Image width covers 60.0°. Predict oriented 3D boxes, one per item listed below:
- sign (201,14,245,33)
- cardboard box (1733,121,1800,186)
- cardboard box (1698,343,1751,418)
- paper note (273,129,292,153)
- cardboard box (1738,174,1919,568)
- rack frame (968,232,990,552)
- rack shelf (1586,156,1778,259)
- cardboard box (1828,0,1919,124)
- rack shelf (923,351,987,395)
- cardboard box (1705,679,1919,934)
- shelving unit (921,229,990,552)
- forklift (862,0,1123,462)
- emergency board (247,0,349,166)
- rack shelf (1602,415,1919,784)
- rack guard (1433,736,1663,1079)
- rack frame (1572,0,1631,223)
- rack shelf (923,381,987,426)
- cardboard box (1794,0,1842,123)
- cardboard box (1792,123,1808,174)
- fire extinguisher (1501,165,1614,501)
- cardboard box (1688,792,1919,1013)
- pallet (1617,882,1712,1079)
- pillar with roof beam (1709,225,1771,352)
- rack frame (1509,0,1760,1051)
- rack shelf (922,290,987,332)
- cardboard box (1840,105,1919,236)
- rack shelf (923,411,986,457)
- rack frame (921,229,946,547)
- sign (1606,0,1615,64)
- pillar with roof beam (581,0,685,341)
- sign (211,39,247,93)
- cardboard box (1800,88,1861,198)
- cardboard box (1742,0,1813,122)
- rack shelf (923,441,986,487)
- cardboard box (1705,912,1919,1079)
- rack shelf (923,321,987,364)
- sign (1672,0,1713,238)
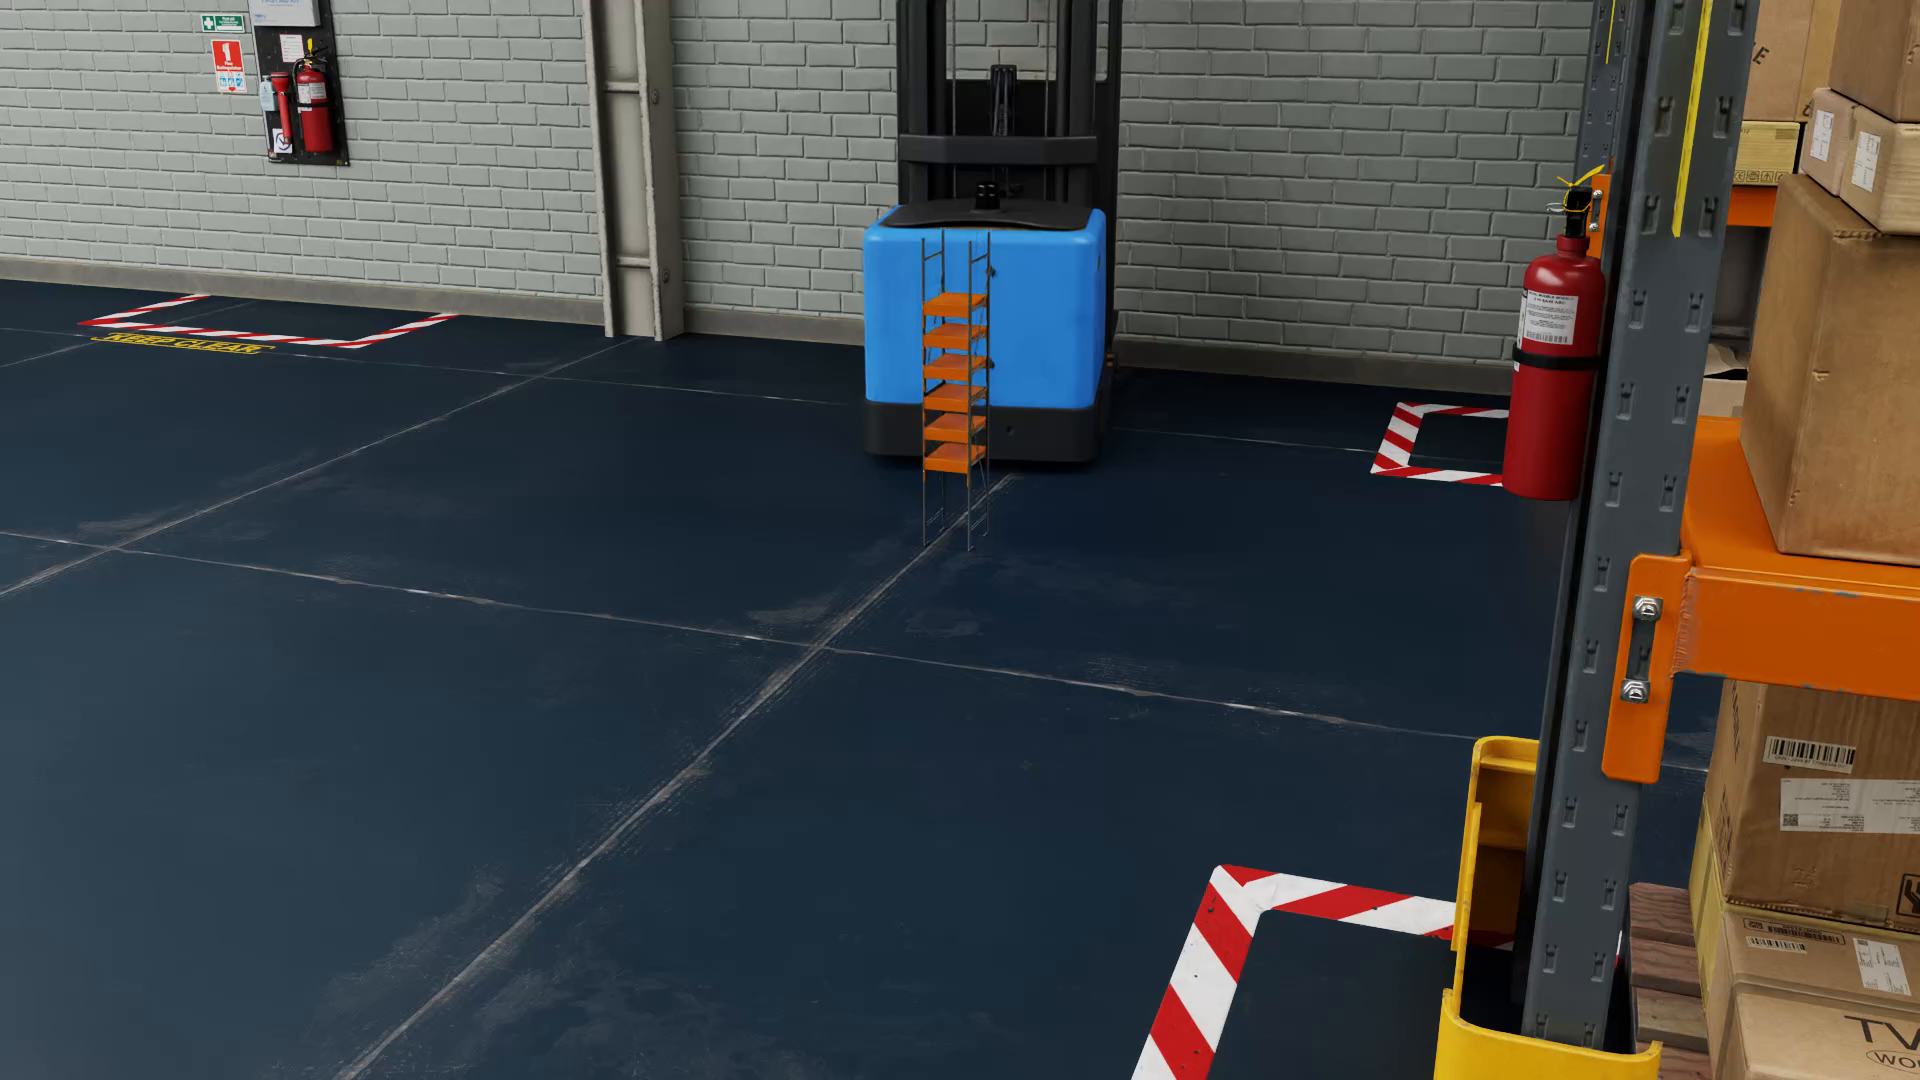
[{"bbox_3d":[-4.736,-3.318,10.680,0.331,0.109,0.001,7,20,18],"label":"sign"},{"bbox_3d":[3.152,-1.630,6.892,0.500,0.250,0.500,6,20,16],"label":"cardboard box"},{"bbox_3d":[3.419,-0.678,7.381,0.500,0.311,0.500,4,20,12],"label":"cardboard box"},{"bbox_3d":[-4.394,-2.587,10.780,0.142,0.148,0.016,7,20,18],"label":"paper note"},{"bbox_3d":[1.610,-0.295,2.713,0.500,0.500,0.700,7,20,18],"label":"cardboard box"},{"bbox_3d":[0.073,-0.558,6.355,0.006,1.200,0.240,7,20,18],"label":"rack frame"},{"bbox_3d":[4.684,-1.287,6.804,4.000,0.370,1.077,7,20,18],"label":"rack shelf"},{"bbox_3d":[1.660,-0.902,2.483,0.500,0.500,0.700,7,20,18],"label":"cardboard box"},{"bbox_3d":[-0.014,-0.639,6.358,0.180,0.103,0.258,7,20,18],"label":"rack shelf"},{"bbox_3d":[1.777,0.409,3.245,0.500,0.500,0.500,7,20,18],"label":"cardboard box"},{"bbox_3d":[-0.014,-0.568,6.383,0.189,1.200,0.258,7,20,18],"label":"shelving unit"},{"bbox_3d":[0.267,-2.171,8.351,1.130,2.935,3.031,2,19,7],"label":"forklift"},{"bbox_3d":[-4.249,-2.963,10.519,0.643,1.169,0.194,7,20,18],"label":"emergency board"},{"bbox_3d":[3.062,0.254,2.384,4.000,0.370,1.077,7,20,18],"label":"rack shelf"},{"bbox_3d":[1.150,0.876,3.304,0.348,0.500,1.175,7,20,18],"label":"rack guard"},{"bbox_3d":[2.795,-1.843,7.305,0.127,3.000,1.000,7,20,18],"label":"rack frame"},{"bbox_3d":[-0.014,-0.526,6.398,0.180,0.103,0.258,7,20,18],"label":"rack shelf"},{"bbox_3d":[3.611,-1.934,6.625,0.500,0.500,0.500,7,20,18],"label":"cardboard box"},{"bbox_3d":[3.647,-1.578,6.744,0.500,0.250,0.500,6,20,16],"label":"cardboard box"},{"bbox_3d":[1.214,-0.423,3.349,0.183,0.674,0.296,7,20,18],"label":"fire extinguisher"},{"bbox_3d":[1.776,0.764,3.366,0.500,0.250,0.500,7,20,18],"label":"cardboard box"},{"bbox_3d":[1.909,1.084,3.145,1.213,0.211,1.003,7,20,18],"label":"pallet"},{"bbox_3d":[2.327,-3.530,3.032,0.400,9.000,9.100,7,20,18],"label":"pillar with roof beam"},{"bbox_3d":[1.173,-0.302,2.885,0.127,3.000,1.000,7,20,18],"label":"rack frame"},{"bbox_3d":[-0.014,-0.866,6.279,0.180,0.103,0.258,7,20,18],"label":"rack shelf"},{"bbox_3d":[1.473,-0.546,2.448,0.250,0.149,0.380,6,20,18],"label":"cardboard box"},{"bbox_3d":[-0.014,-0.413,6.437,0.180,0.103,0.258,7,20,18],"label":"rack shelf"},{"bbox_3d":[-0.100,-0.578,6.412,0.006,1.200,0.240,7,20,18],"label":"rack frame"},{"bbox_3d":[2.617,-2.083,6.679,0.005,0.325,0.100,7,20,18],"label":"sign"},{"bbox_3d":[-3.340,-4.178,4.892,0.400,9.000,9.100,7,20,18],"label":"pillar with roof beam"},{"bbox_3d":[-4.738,-3.071,10.776,0.234,0.329,0.001,7,20,18],"label":"sign"},{"bbox_3d":[1.596,-0.673,2.814,0.250,0.149,0.380,6,20,17],"label":"cardboard box"},{"bbox_3d":[3.147,-1.990,6.787,0.500,0.500,0.500,7,20,18],"label":"cardboard box"},{"bbox_3d":[-0.014,-0.300,6.477,0.180,0.103,0.258,7,20,18],"label":"rack shelf"},{"bbox_3d":[1.607,0.925,2.904,0.500,0.250,0.500,7,20,18],"label":"cardboard box"},{"bbox_3d":[-0.014,-0.753,6.319,0.180,0.103,0.258,7,20,18],"label":"rack shelf"},{"bbox_3d":[0.985,-0.576,2.237,0.005,0.325,0.100,7,20,18],"label":"sign"}]
